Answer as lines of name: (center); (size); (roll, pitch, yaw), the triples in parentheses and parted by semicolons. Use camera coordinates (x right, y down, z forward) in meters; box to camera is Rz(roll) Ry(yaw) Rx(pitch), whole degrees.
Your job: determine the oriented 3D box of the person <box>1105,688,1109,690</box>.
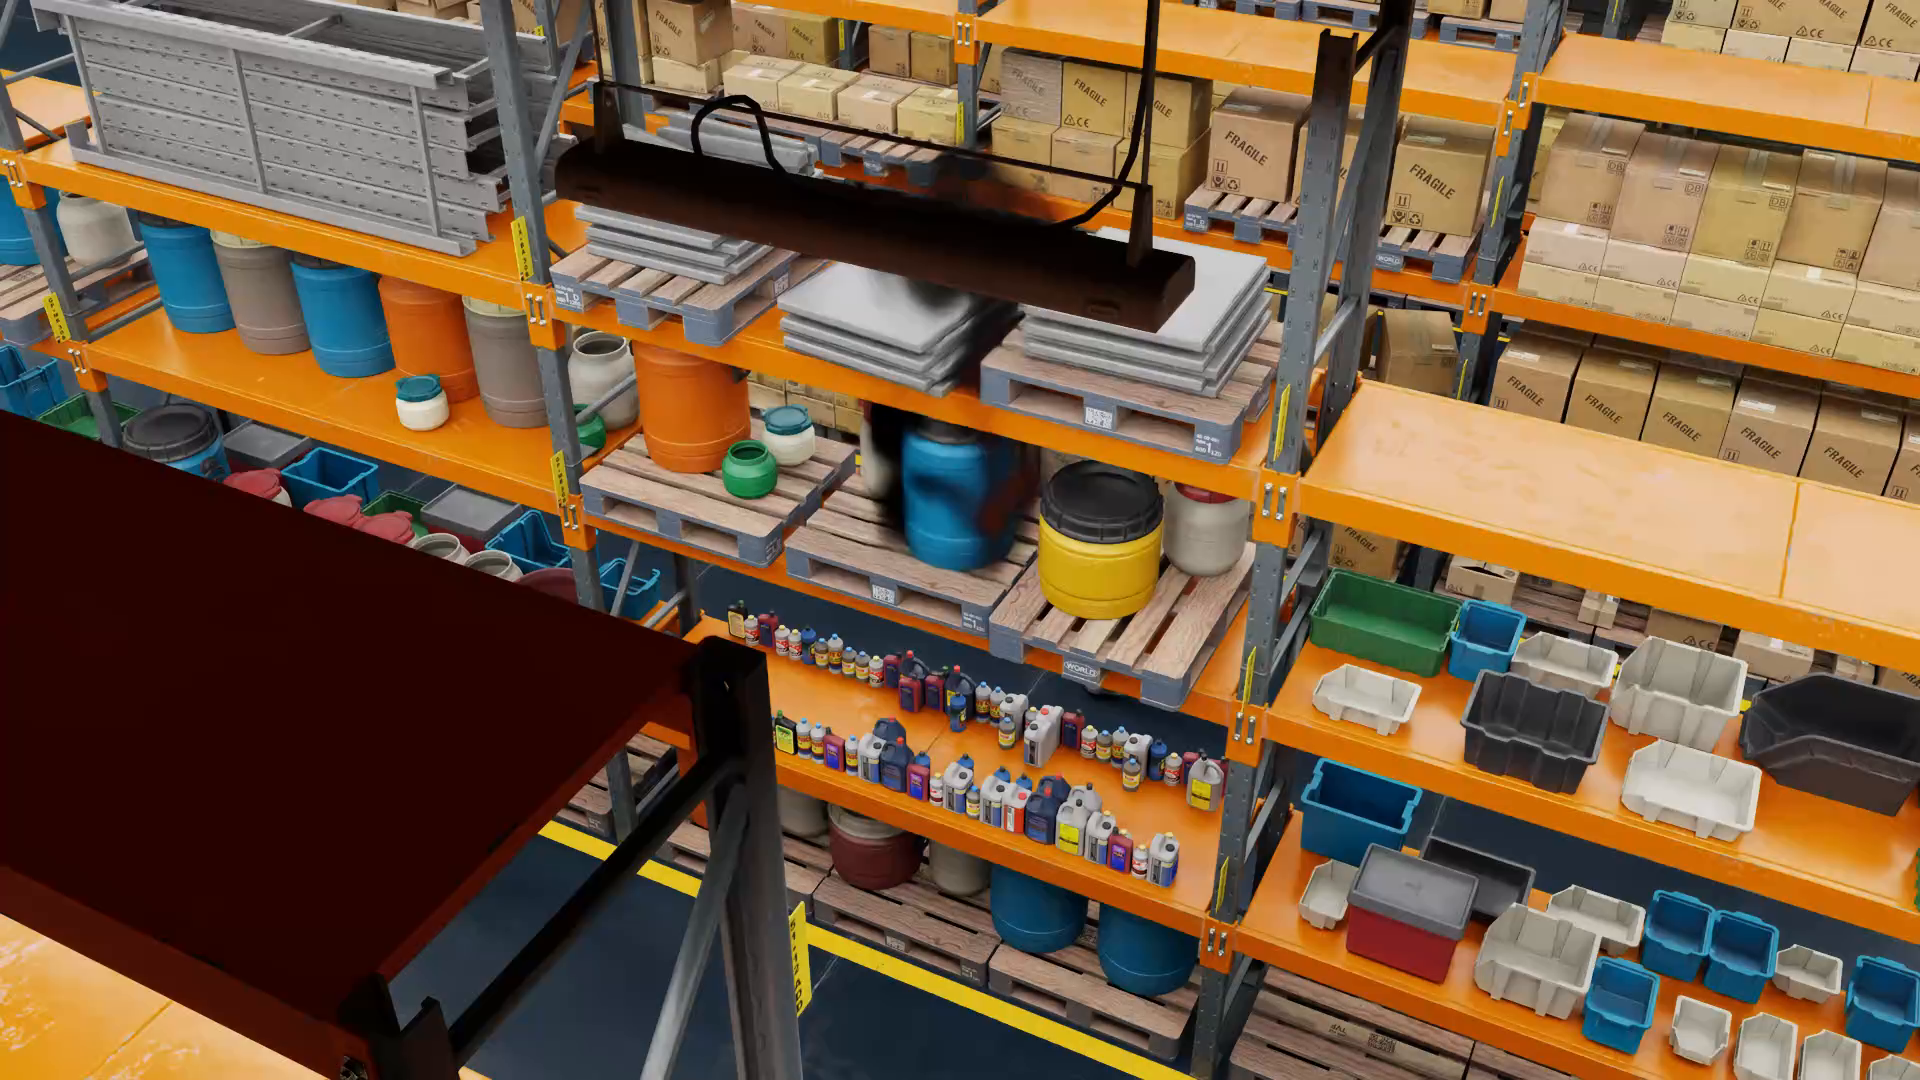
person: (0.877, 0.299, 11.800); (0.720, 1.650, 0.693); (11, 37, 16)
